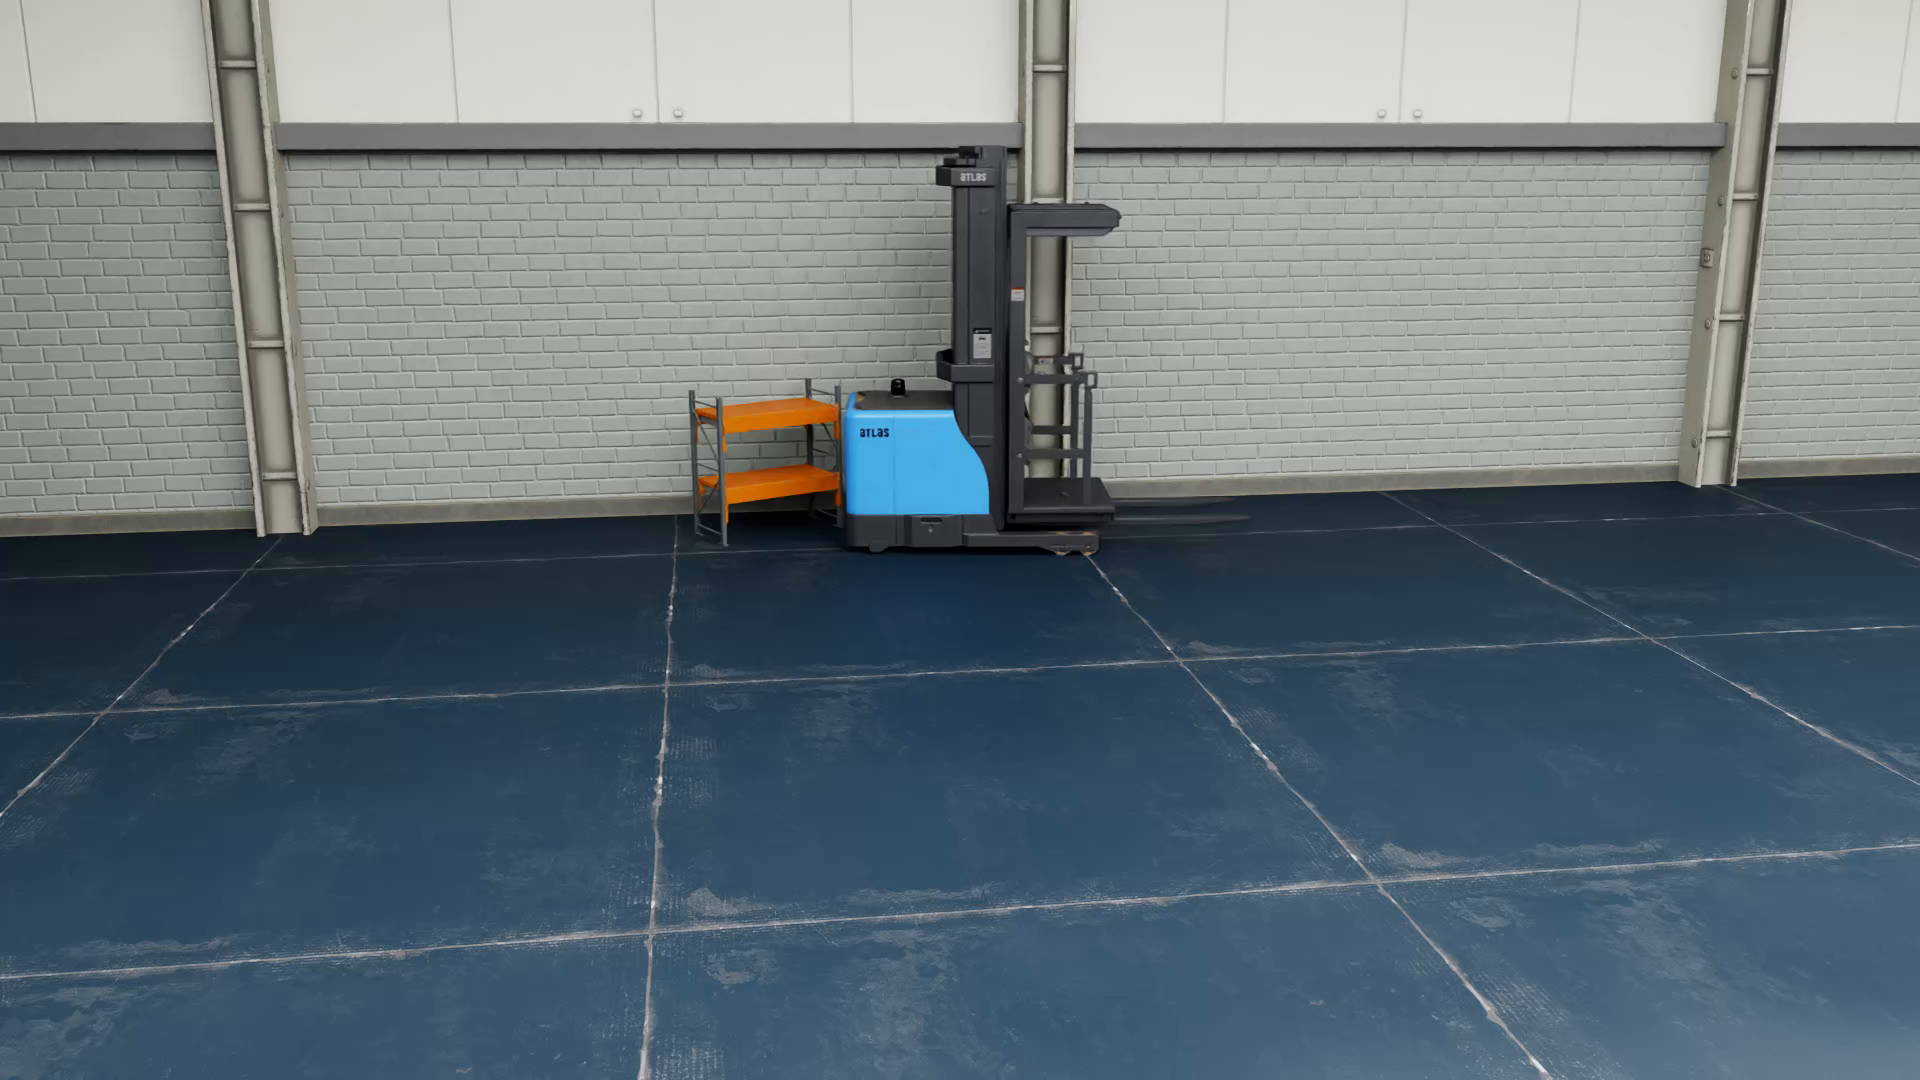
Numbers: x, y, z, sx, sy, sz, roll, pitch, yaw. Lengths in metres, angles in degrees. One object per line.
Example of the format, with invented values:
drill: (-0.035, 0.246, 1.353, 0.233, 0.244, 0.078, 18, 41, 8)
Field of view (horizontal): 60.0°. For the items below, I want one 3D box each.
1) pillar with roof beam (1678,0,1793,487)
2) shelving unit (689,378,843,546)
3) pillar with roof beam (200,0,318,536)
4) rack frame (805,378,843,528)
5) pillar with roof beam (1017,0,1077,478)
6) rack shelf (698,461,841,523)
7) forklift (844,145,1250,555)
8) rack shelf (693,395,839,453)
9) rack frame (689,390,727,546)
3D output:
pillar with roof beam: (7.254, -3.836, 9.517, 0.400, 9.000, 9.100, -2, 14, -8)
shelving unit: (-1.493, -0.620, 12.882, 1.048, 1.125, 0.538, -10, 17, -34)
pillar with roof beam: (-4.612, -3.401, 7.783, 0.400, 9.000, 9.100, -2, 14, -8)
rack frame: (-1.075, -0.690, 13.163, 0.032, 1.125, 0.500, -10, 17, -34)
pillar with roof beam: (1.321, -3.618, 8.650, 0.400, 9.000, 9.100, -2, 14, -8)
rack shelf: (-1.493, -0.383, 12.941, 1.000, 0.278, 0.538, -10, 17, -34)
forklift: (0.650, -1.439, 12.435, 3.031, 2.935, 1.130, 0, 14, -2)
rack shelf: (-1.493, -0.904, 12.810, 1.000, 0.278, 0.538, -10, 17, -34)
rack frame: (-1.911, -0.549, 12.600, 0.032, 1.125, 0.500, -10, 17, -34)
